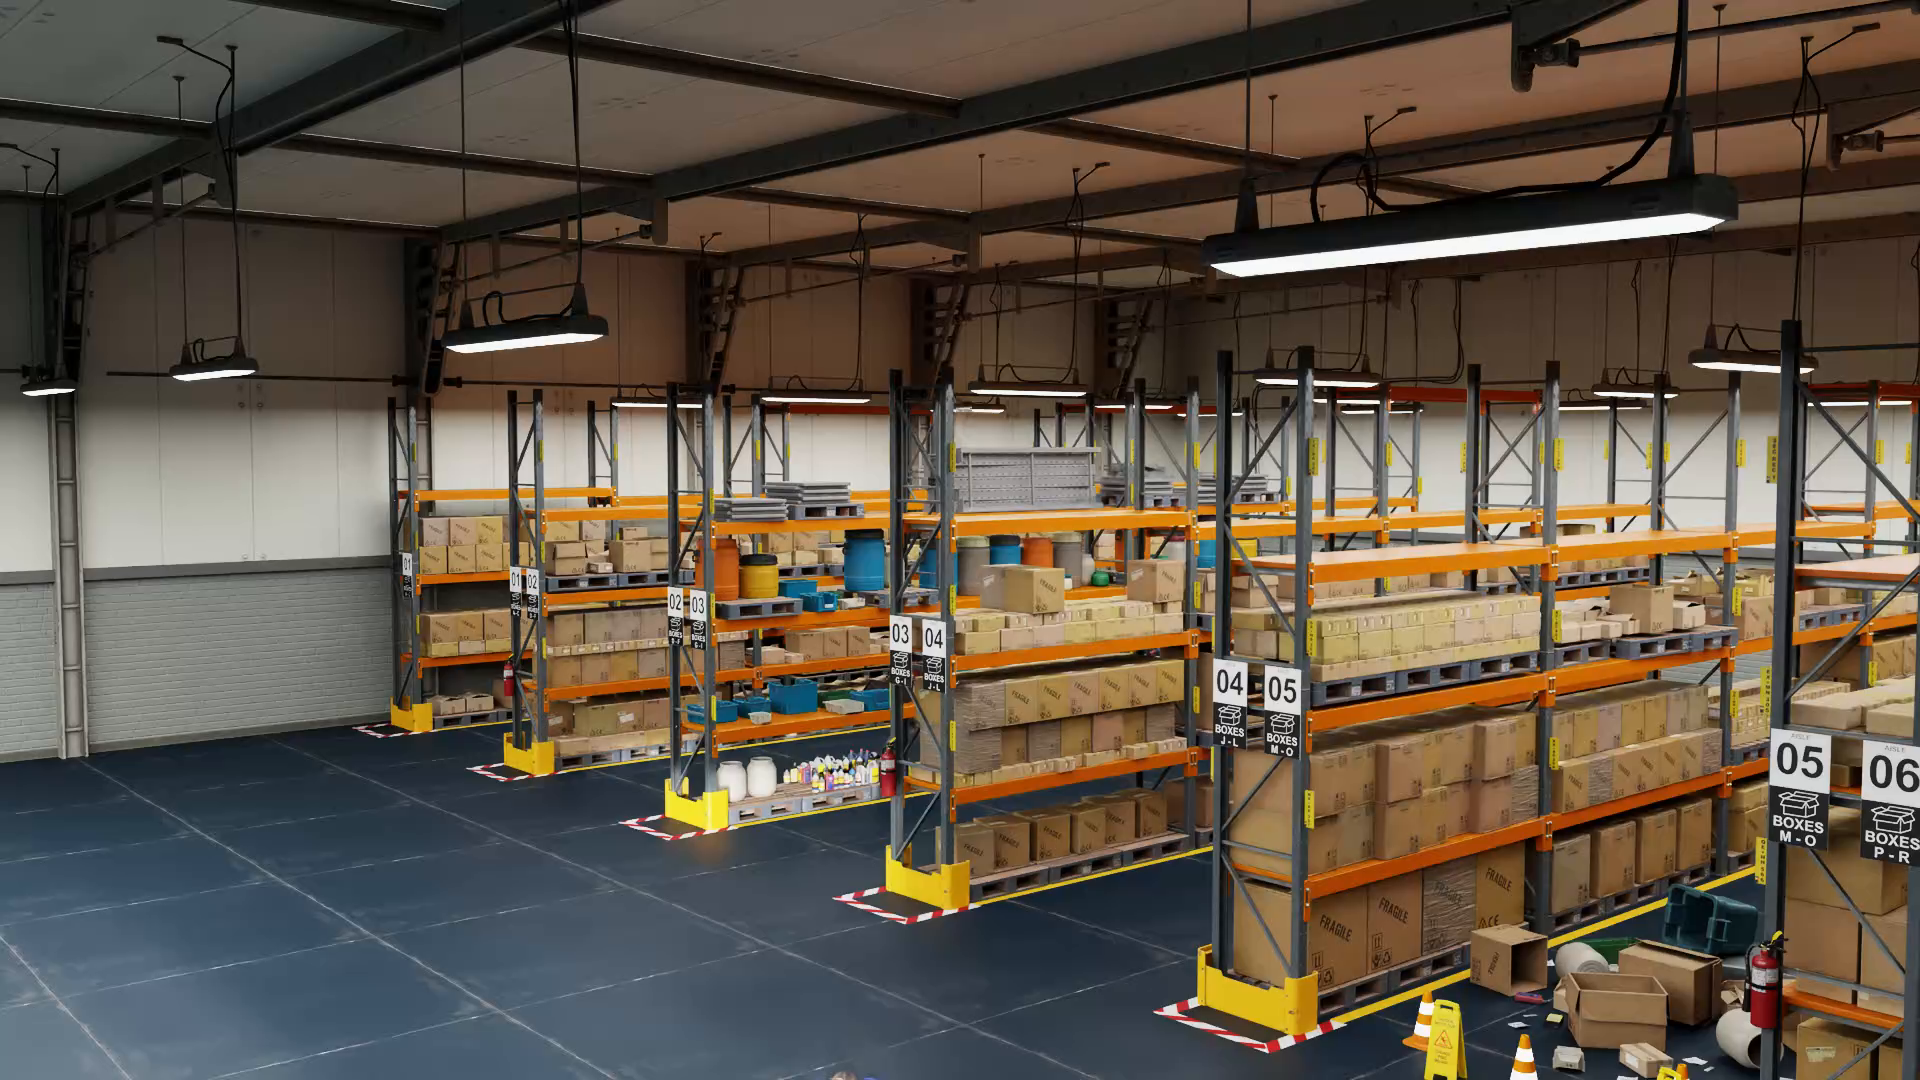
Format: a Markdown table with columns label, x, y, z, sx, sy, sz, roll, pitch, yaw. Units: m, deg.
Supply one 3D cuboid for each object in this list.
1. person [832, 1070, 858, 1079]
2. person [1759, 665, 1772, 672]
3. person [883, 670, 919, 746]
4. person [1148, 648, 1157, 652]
| label | x | y | z | sx | sy | sz | roll | pitch | yaw |
| --- | --- | --- | --- | --- | --- | --- | --- | --- | --- |
| person | -0.613 | 3.796 | 9.426 | 0.599 | 1.683 | 0.831 | 0 | 3 | 6 |
| person | 12.407 | 2.803 | 25.377 | 0.906 | 1.815 | 0.710 | -2 | 4 | -30 |
| person | -0.959 | 2.642 | 27.831 | 0.566 | 1.574 | 0.869 | 3 | 4 | 37 |
| person | 3.928 | 2.385 | 32.759 | 0.575 | 1.685 | 0.938 | 3 | 5 | 45 |
